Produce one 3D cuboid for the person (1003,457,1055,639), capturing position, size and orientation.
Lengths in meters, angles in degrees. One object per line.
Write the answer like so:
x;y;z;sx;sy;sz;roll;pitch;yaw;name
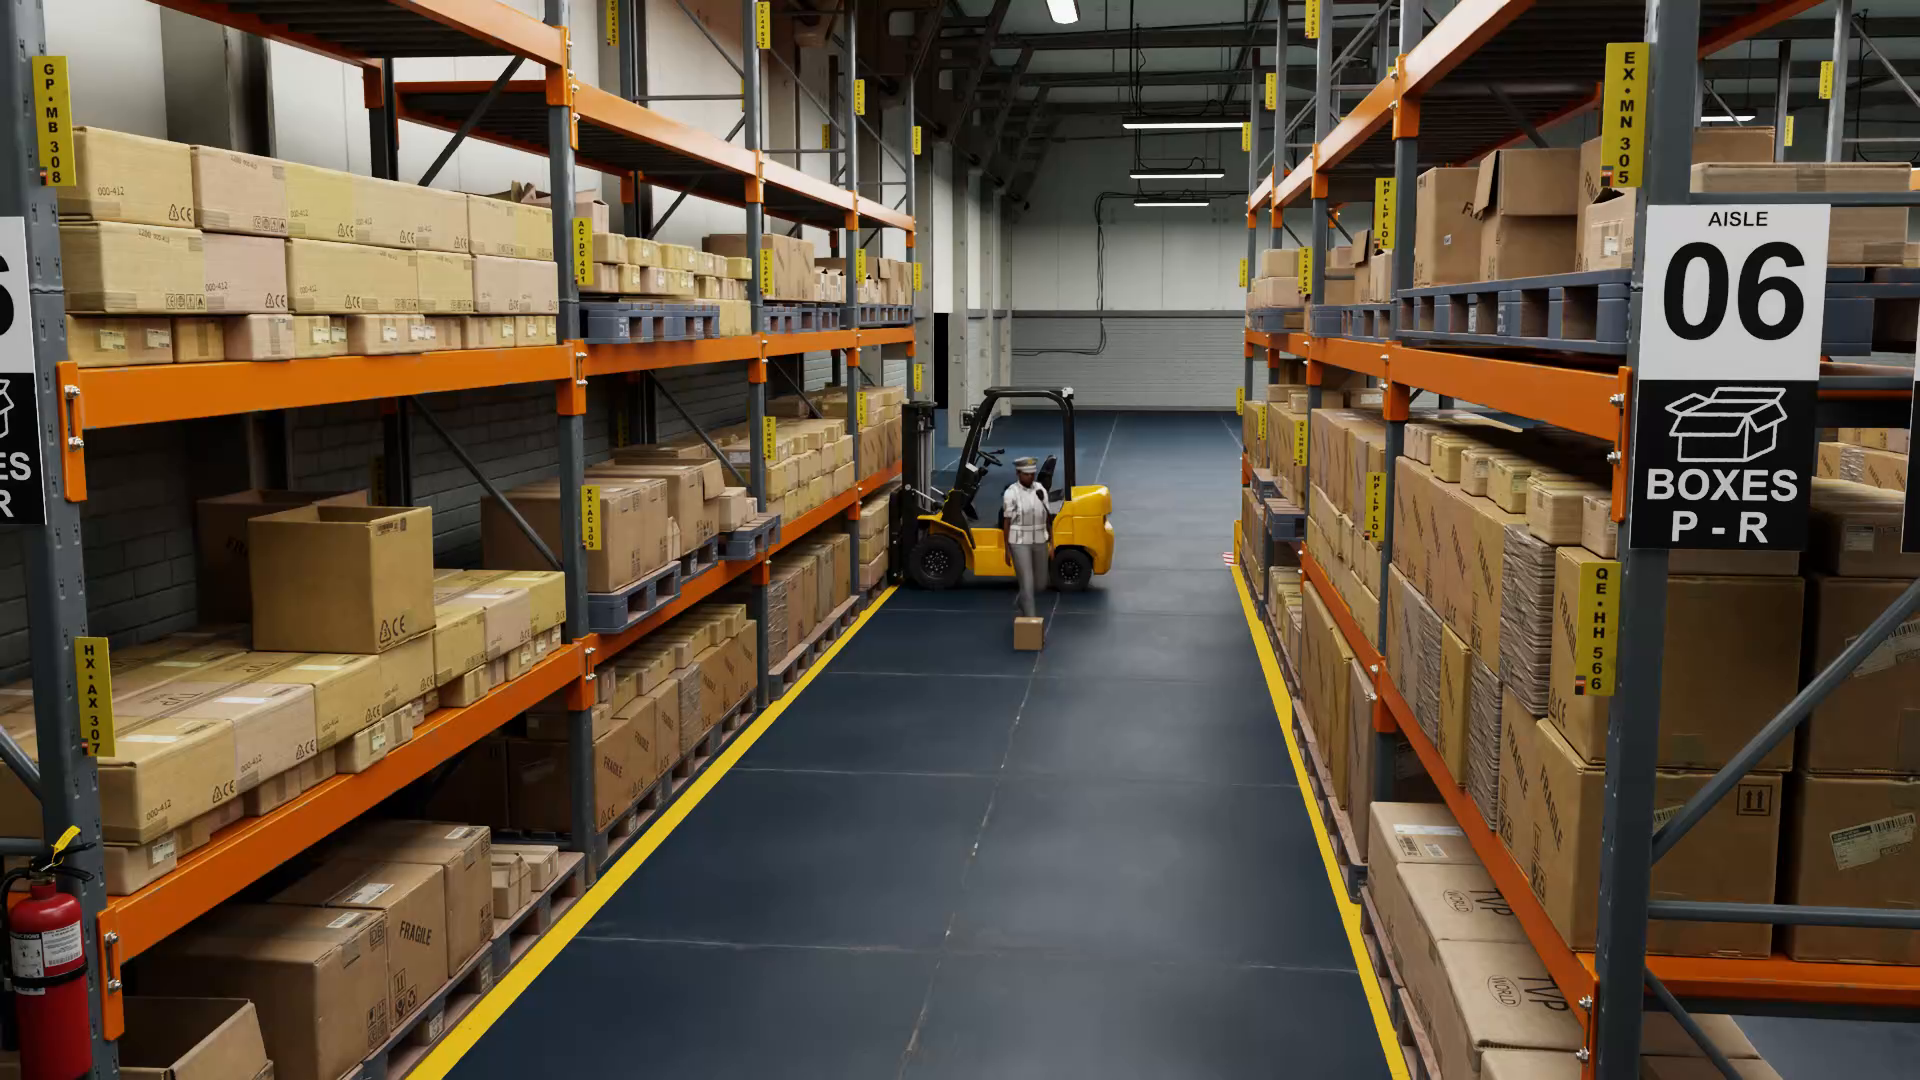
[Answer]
0.627;0.049;15.364;0.472;1.646;0.792;-3;8;-24;person
